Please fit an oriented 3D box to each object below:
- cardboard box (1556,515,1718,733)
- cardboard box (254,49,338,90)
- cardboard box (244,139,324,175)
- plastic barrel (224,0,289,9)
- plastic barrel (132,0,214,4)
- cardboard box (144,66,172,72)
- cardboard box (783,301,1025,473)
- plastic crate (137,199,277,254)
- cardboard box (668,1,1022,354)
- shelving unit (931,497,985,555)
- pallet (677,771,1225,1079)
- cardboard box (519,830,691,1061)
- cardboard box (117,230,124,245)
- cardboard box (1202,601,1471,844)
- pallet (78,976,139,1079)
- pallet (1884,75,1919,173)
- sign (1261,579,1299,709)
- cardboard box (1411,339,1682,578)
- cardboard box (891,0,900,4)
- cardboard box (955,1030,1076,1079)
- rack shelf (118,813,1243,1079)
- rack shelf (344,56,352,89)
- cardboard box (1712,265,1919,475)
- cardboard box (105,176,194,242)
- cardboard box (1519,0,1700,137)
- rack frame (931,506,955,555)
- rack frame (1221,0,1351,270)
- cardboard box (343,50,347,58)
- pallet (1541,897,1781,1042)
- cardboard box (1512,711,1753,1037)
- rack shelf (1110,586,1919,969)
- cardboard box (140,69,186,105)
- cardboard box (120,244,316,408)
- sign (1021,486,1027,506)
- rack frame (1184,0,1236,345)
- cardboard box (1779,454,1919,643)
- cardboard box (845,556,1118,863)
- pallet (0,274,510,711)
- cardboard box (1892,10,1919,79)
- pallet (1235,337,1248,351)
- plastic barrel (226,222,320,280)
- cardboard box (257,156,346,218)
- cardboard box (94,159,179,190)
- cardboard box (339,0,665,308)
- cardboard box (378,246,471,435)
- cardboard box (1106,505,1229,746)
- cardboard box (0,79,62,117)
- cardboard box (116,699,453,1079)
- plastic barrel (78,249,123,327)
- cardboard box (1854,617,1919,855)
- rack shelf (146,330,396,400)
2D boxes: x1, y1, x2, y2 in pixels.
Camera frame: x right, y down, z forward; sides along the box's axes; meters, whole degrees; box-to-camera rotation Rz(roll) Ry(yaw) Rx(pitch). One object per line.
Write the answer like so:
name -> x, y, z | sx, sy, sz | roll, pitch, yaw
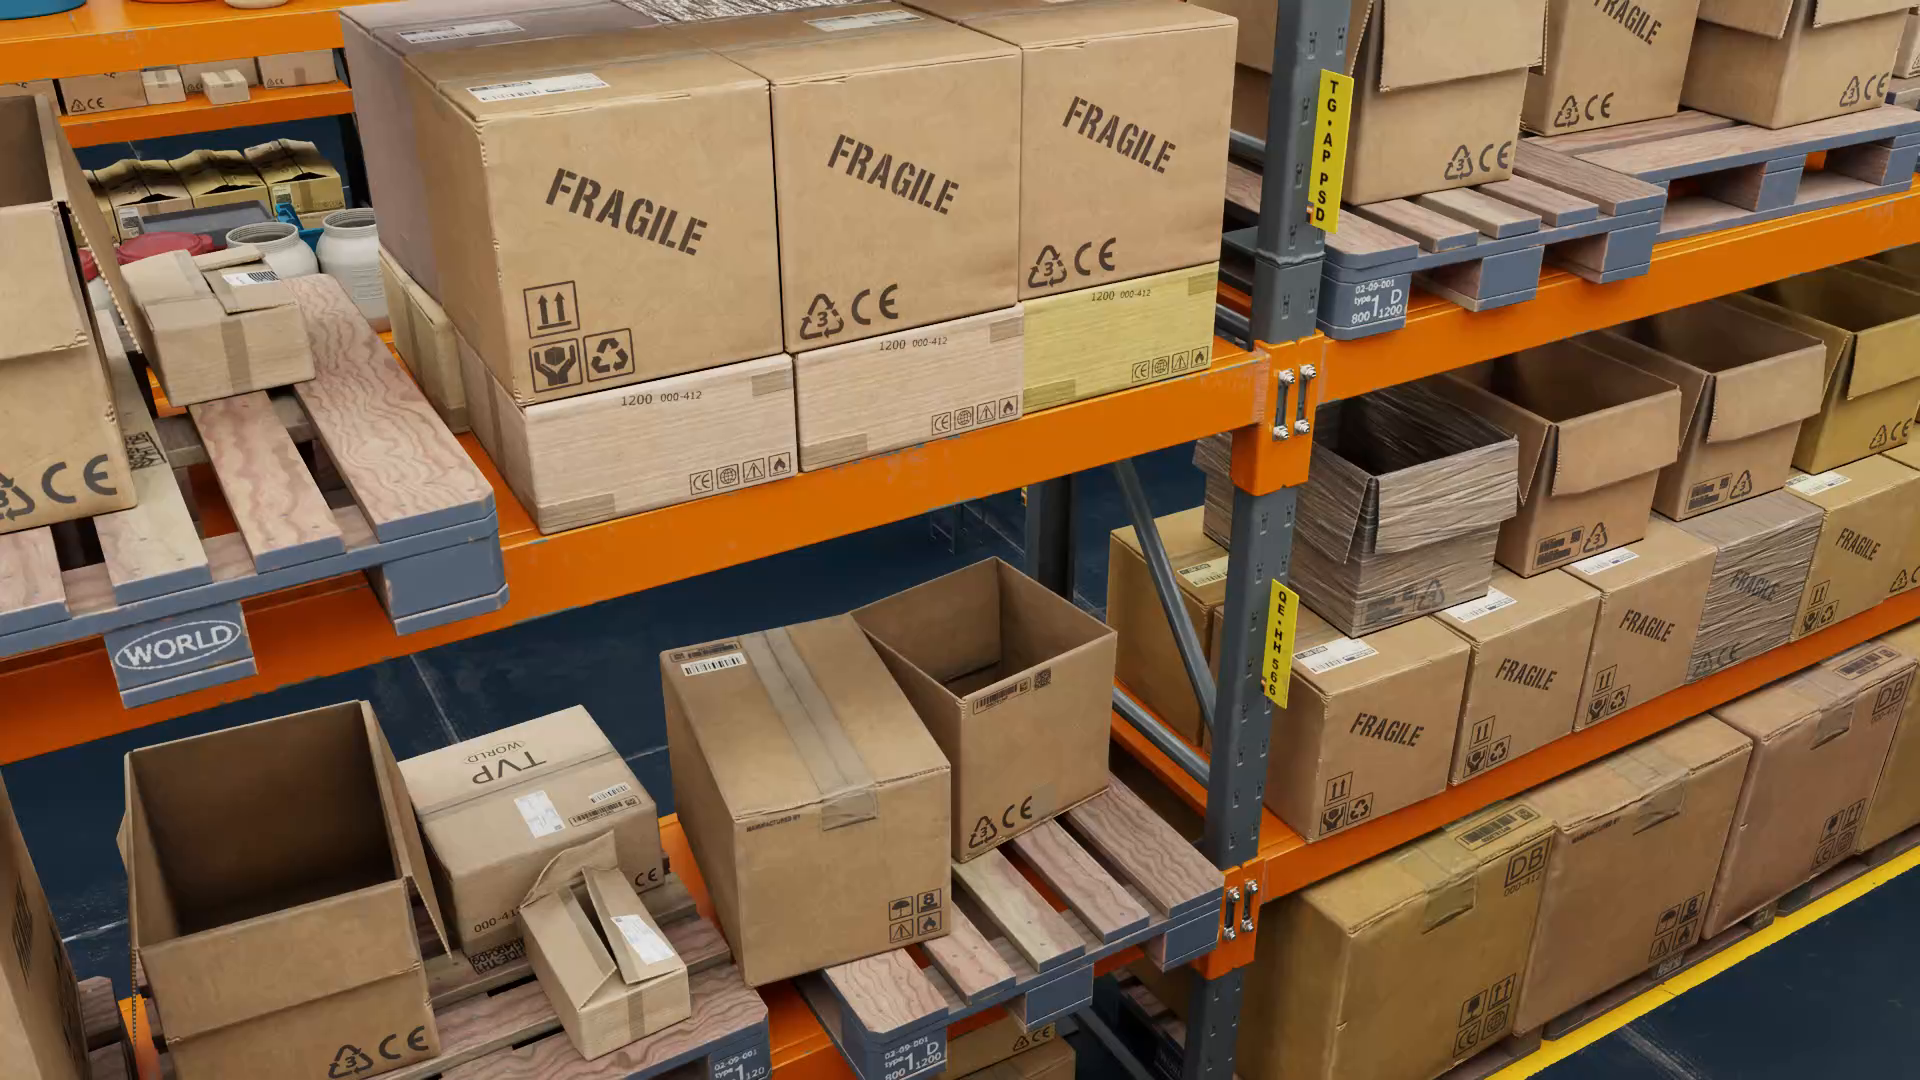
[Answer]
cardboard box -> 1.936, 0.200, 5.179 | 0.500, 0.500, 0.500 | -16, 33, -27
cardboard box -> -4.856, -3.514, 12.105 | 0.500, 0.311, 0.500 | -14, 32, -23
cardboard box -> -5.120, -2.844, 12.629 | 0.500, 0.311, 0.500 | -15, 32, -25
plastic barrel -> -2.992, -2.404, 7.040 | 0.301, 0.262, 0.301 | 0, 29, 0
plastic barrel -> -3.396, -2.790, 7.152 | 0.708, 0.830, 0.600 | -16, 33, -26
cardboard box -> -7.627, -4.587, 16.089 | 0.500, 0.500, 0.700 | -15, 32, -26
cardboard box -> -0.211, -0.398, 3.418 | 0.500, 0.250, 0.500 | -16, 33, -27
plastic crate -> -3.562, -1.320, 7.970 | 0.583, 0.464, 0.402 | -16, 33, -26
cardboard box -> -0.226, -0.721, 3.227 | 0.500, 0.500, 0.500 | -16, 33, -26
shelving unit -> -0.012, -0.522, 8.454 | 0.189, 1.200, 0.258 | -16, 33, -26
pallet -> -0.065, 0.807, 4.383 | 1.003, 0.211, 1.213 | -16, 33, -26
cardboard box -> -0.805, 0.899, 3.720 | 0.258, 0.266, 0.396 | -17, 33, -28
cardboard box -> -5.728, -2.124, 11.906 | 0.500, 0.250, 0.500 | -15, 32, -25
cardboard box -> 1.052, 0.454, 4.719 | 0.500, 0.500, 0.500 | -15, 32, -25
pallet -> -2.221, 1.440, 3.234 | 1.213, 0.211, 1.003 | -16, 33, -26
pallet -> 3.179, -1.460, 5.385 | 1.217, 0.209, 0.805 | -17, 33, -28
sign -> 0.778, 0.255, 4.067 | 0.005, 0.325, 0.100 | -16, 33, -26
cardboard box -> 1.697, -0.310, 5.065 | 0.637, 0.503, 0.797 | -15, 32, -25
cardboard box -> -0.040, -1.064, 3.849 | 0.500, 0.500, 0.500 | -16, 32, -26
cardboard box -> -0.072, 1.578, 4.918 | 0.500, 0.500, 0.700 | -18, 33, -29
rack shelf -> -1.229, 1.308, 4.020 | 4.000, 0.370, 1.077 | -16, 33, -26
rack shelf -> -2.796, -3.799, 13.273 | 4.000, 0.370, 1.077 | -16, 33, -26
cardboard box -> 2.800, -0.635, 5.655 | 0.637, 0.503, 0.797 | -15, 32, -26
cardboard box -> -5.728, -2.366, 11.764 | 0.500, 0.311, 0.500 | -16, 33, -27
cardboard box -> 1.684, -1.464, 4.657 | 0.500, 0.500, 0.500 | -14, 32, -24
rack frame -> -0.091, -0.499, 8.413 | 0.006, 1.200, 0.240 | -16, 33, -26
rack frame -> 0.495, -2.123, 3.283 | 0.127, 3.000, 1.000 | -16, 33, -26
cardboard box -> -6.332, -5.055, 16.595 | 0.750, 0.750, 0.750 | -16, 33, -27
pallet -> 2.264, 1.266, 6.237 | 1.213, 0.211, 1.003 | -16, 33, -26
cardboard box -> 1.873, 0.875, 5.825 | 0.875, 0.875, 1.225 | -16, 33, -26
rack shelf -> 2.220, 0.329, 5.794 | 4.000, 0.370, 1.077 | -16, 33, -26
cardboard box -> -5.591, -3.178, 11.665 | 0.250, 0.149, 0.380 | -13, 32, -23
cardboard box -> -1.387, -0.413, 3.096 | 0.250, 0.166, 0.380 | -17, 33, -28
sign -> 0.211, -0.234, 4.871 | 0.005, 0.325, 0.100 | -16, 33, -26
rack frame -> 1.435, -2.539, 10.246 | 0.127, 3.000, 1.000 | -16, 33, -26
cardboard box -> 2.802, -0.042, 5.618 | 0.500, 0.500, 0.500 | -16, 33, -27
cardboard box -> 0.050, 0.425, 4.337 | 0.500, 0.500, 0.500 | -20, 35, -32
pallet -> -1.474, -0.110, 2.935 | 1.003, 0.211, 1.213 | -16, 33, -26
cardboard box -> 2.953, -1.702, 5.284 | 0.500, 0.311, 0.500 | -17, 33, -28
pallet -> 2.049, -1.514, 11.275 | 1.213, 0.211, 1.003 | -16, 33, -26
plastic barrel -> -3.156, -1.165, 7.640 | 0.421, 0.512, 0.421 | 0, 29, 0
cardboard box -> -4.847, -2.619, 12.221 | 0.500, 0.311, 0.500 | -15, 32, -25
cardboard box -> -6.010, -2.588, 12.165 | 0.500, 0.311, 0.500 | -17, 33, -28
cardboard box -> -0.909, -0.816, 3.398 | 0.500, 0.500, 0.500 | -17, 33, -28
cardboard box -> -0.920, -0.480, 3.565 | 0.500, 0.250, 0.500 | -15, 32, -25
cardboard box -> 0.795, 0.236, 5.115 | 0.500, 0.500, 0.500 | -15, 32, -25
cardboard box -> -6.412, -3.121, 11.198 | 0.500, 0.500, 0.500 | -16, 33, -26
cardboard box -> -1.505, 0.791, 3.671 | 0.637, 0.503, 0.797 | -12, 31, -21
plastic barrel -> -3.894, -0.962, 7.249 | 0.433, 0.535, 0.433 | 0, 29, 0
cardboard box -> 3.402, 0.436, 6.620 | 0.875, 0.875, 1.225 | -16, 33, -26
rack shelf -> -3.738, -0.755, 7.758 | 4.000, 0.370, 1.077 | -16, 33, -26
